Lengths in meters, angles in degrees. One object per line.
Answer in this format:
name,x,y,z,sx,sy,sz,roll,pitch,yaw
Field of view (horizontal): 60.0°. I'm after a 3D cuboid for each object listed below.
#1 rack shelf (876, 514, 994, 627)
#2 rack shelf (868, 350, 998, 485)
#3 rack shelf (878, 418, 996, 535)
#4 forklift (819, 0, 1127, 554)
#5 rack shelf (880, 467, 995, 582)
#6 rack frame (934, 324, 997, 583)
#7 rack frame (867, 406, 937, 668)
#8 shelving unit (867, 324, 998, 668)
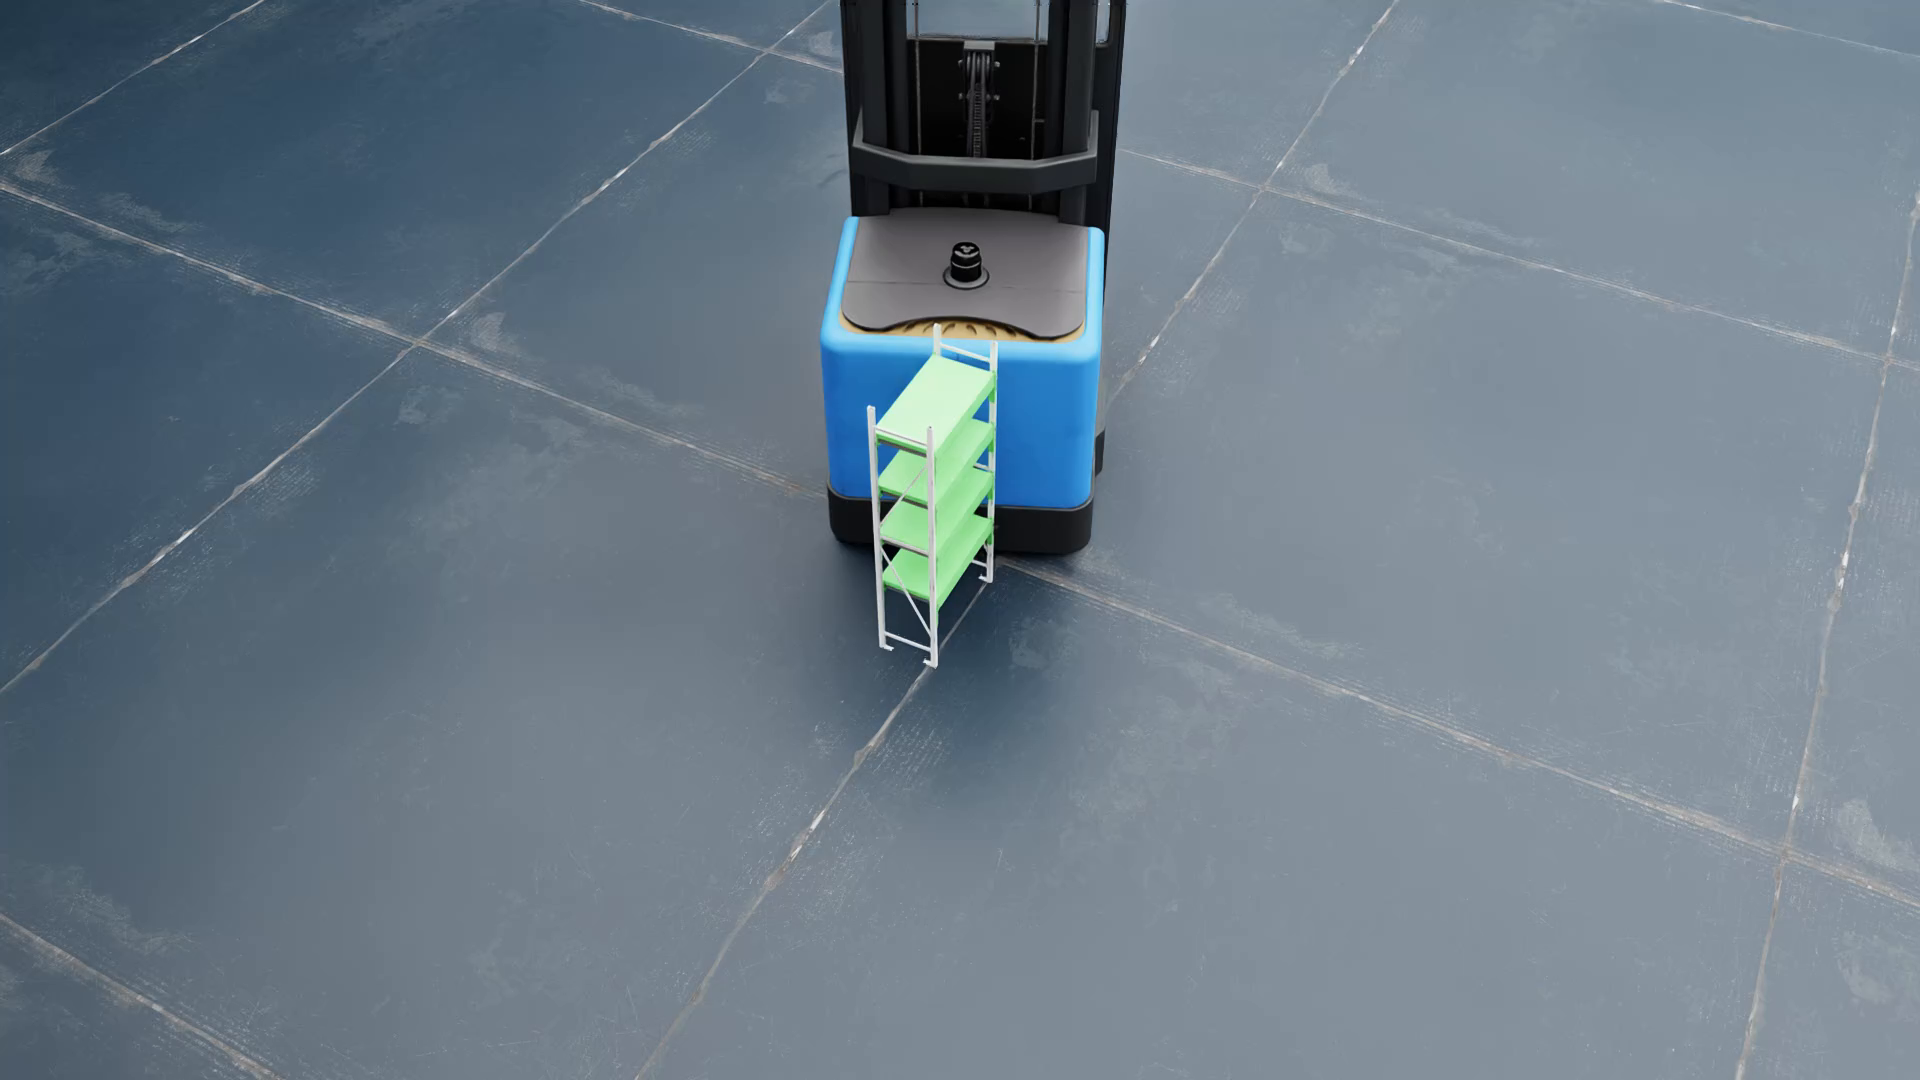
rack shelf,-0.089,0.077,6.257,0.258,0.148,0.480,19,48,18
rack shelf,-0.089,-0.429,5.745,0.258,0.148,0.480,19,48,18
rack shelf,-0.089,-0.260,5.916,0.258,0.148,0.480,19,48,18
forklift,0.108,-2.021,6.687,1.130,2.935,3.031,3,45,3
rack shelf,-0.089,-0.092,6.087,0.258,0.148,0.480,19,48,18
rack frame,0.018,-0.292,6.195,0.240,1.200,0.015,19,48,18
rack frame,-0.196,0.019,5.887,0.240,1.200,0.015,19,48,18
shelving unit,-0.089,-0.136,6.041,0.258,1.200,0.503,19,48,18
